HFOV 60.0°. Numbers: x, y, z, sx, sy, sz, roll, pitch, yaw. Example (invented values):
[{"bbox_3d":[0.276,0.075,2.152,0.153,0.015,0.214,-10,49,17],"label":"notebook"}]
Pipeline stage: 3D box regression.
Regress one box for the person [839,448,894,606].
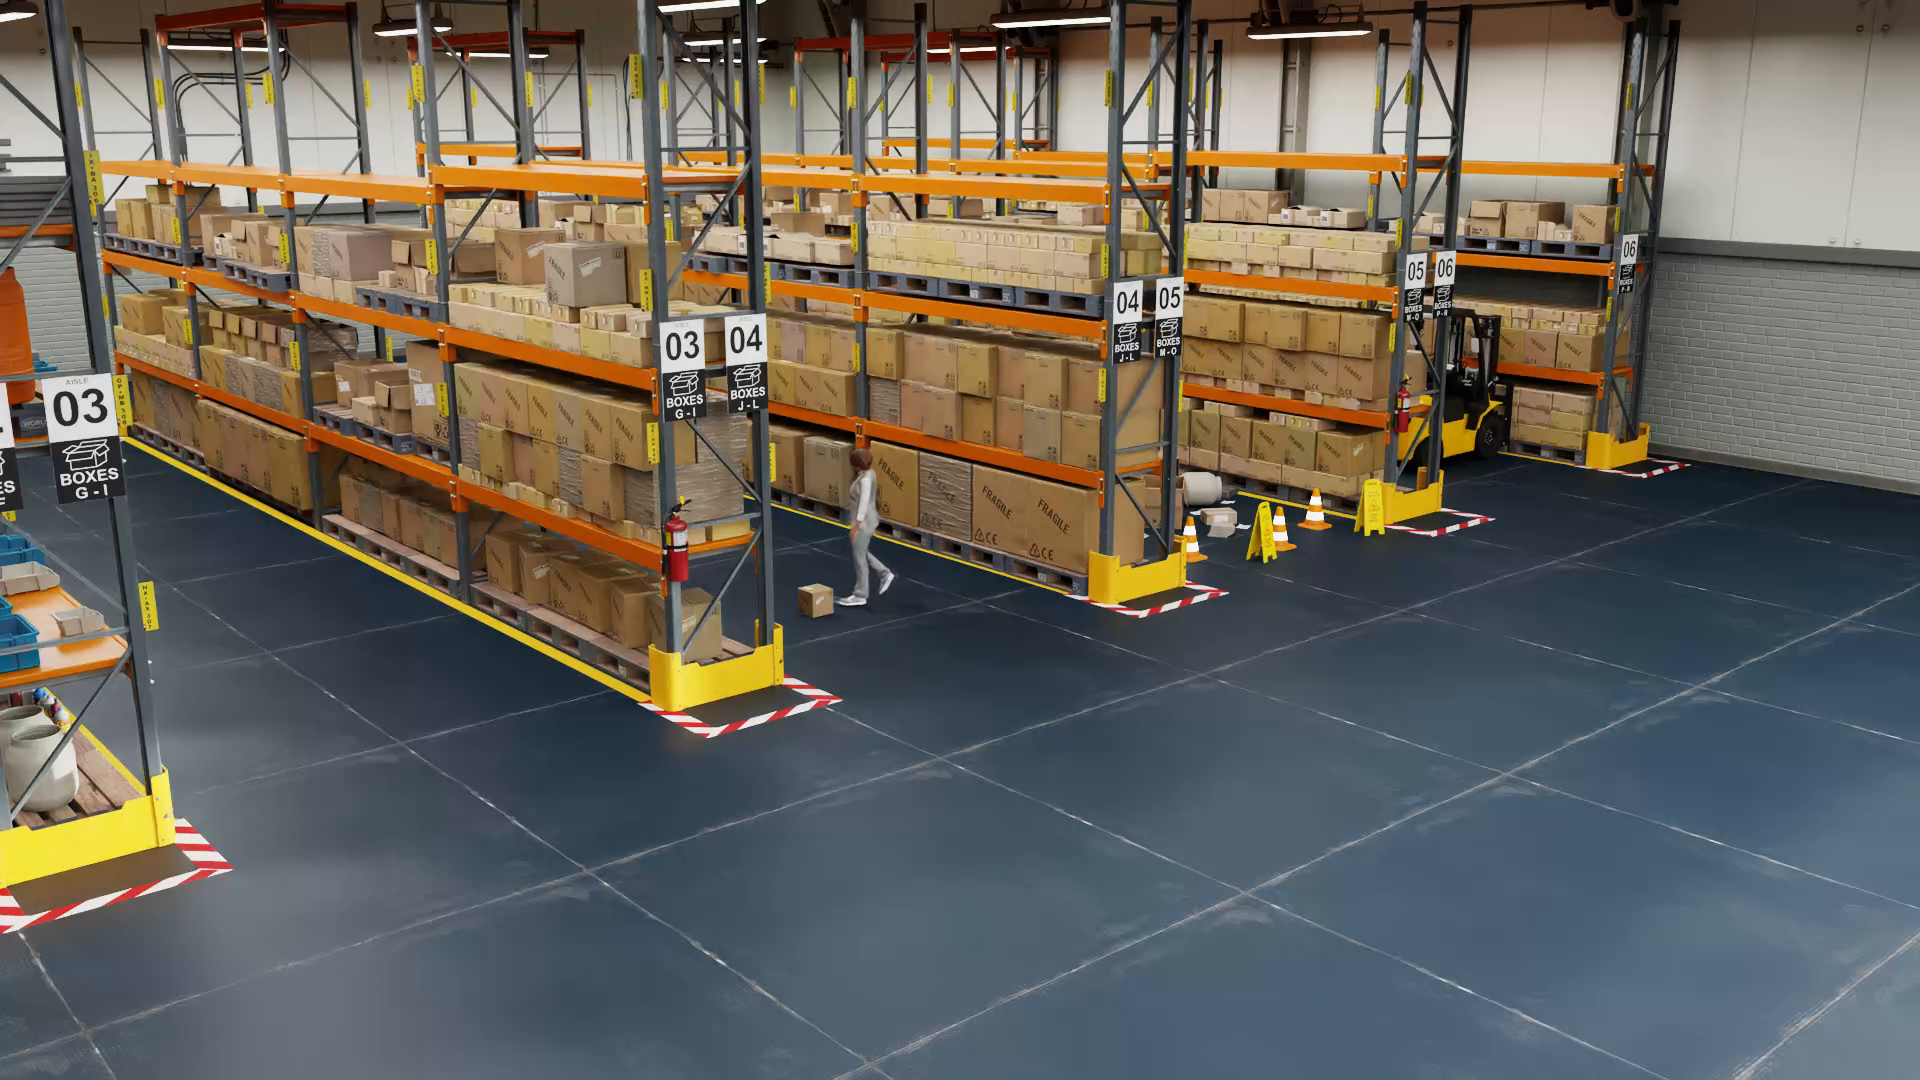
[{"bbox_3d":[-0.937,-0.142,16.525,0.549,1.596,0.452,0,14,1],"label":"person"}]
